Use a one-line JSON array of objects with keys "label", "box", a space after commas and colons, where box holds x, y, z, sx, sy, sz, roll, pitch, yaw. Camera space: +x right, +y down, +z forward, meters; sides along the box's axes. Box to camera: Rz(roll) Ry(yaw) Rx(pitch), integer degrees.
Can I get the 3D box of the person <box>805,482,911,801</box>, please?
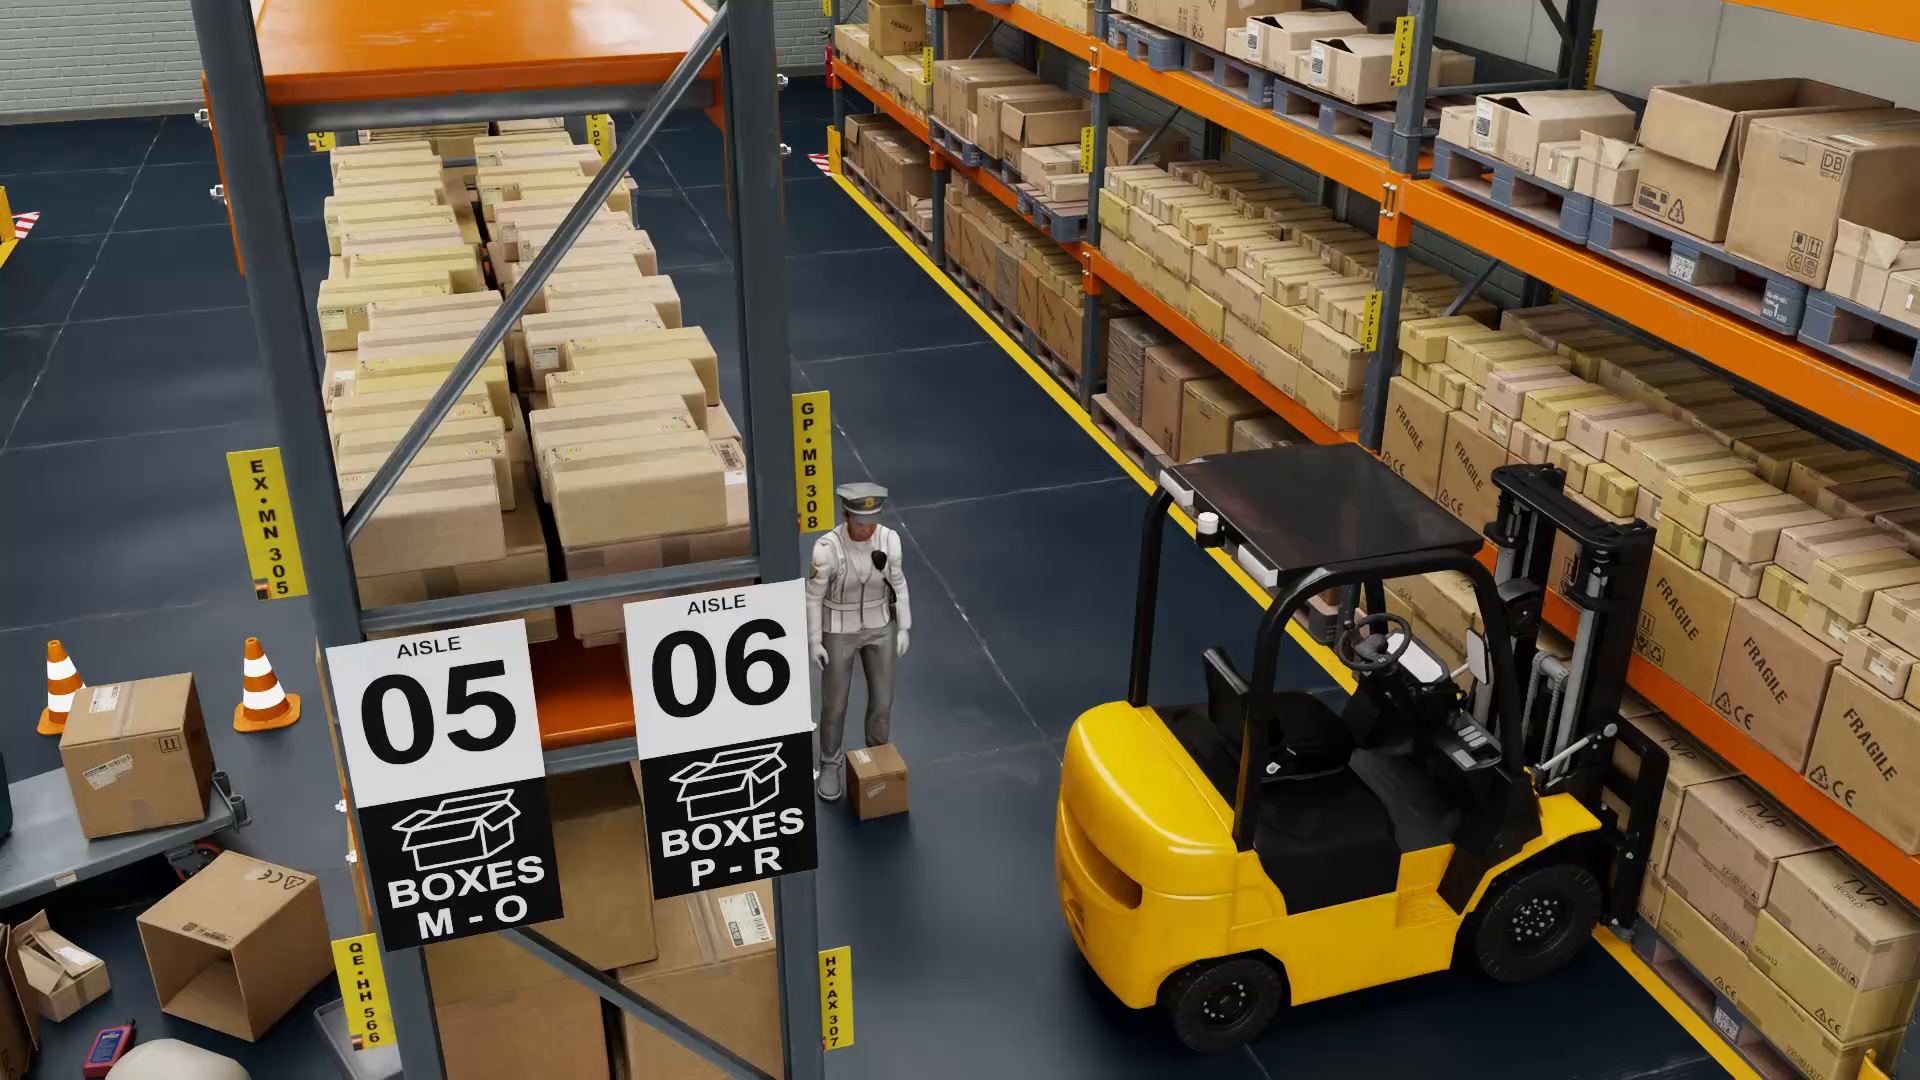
[{"label": "person", "box": [-0.490, 0.477, 8.153, 0.532, 1.663, 0.404, -8, 28, -17]}]
